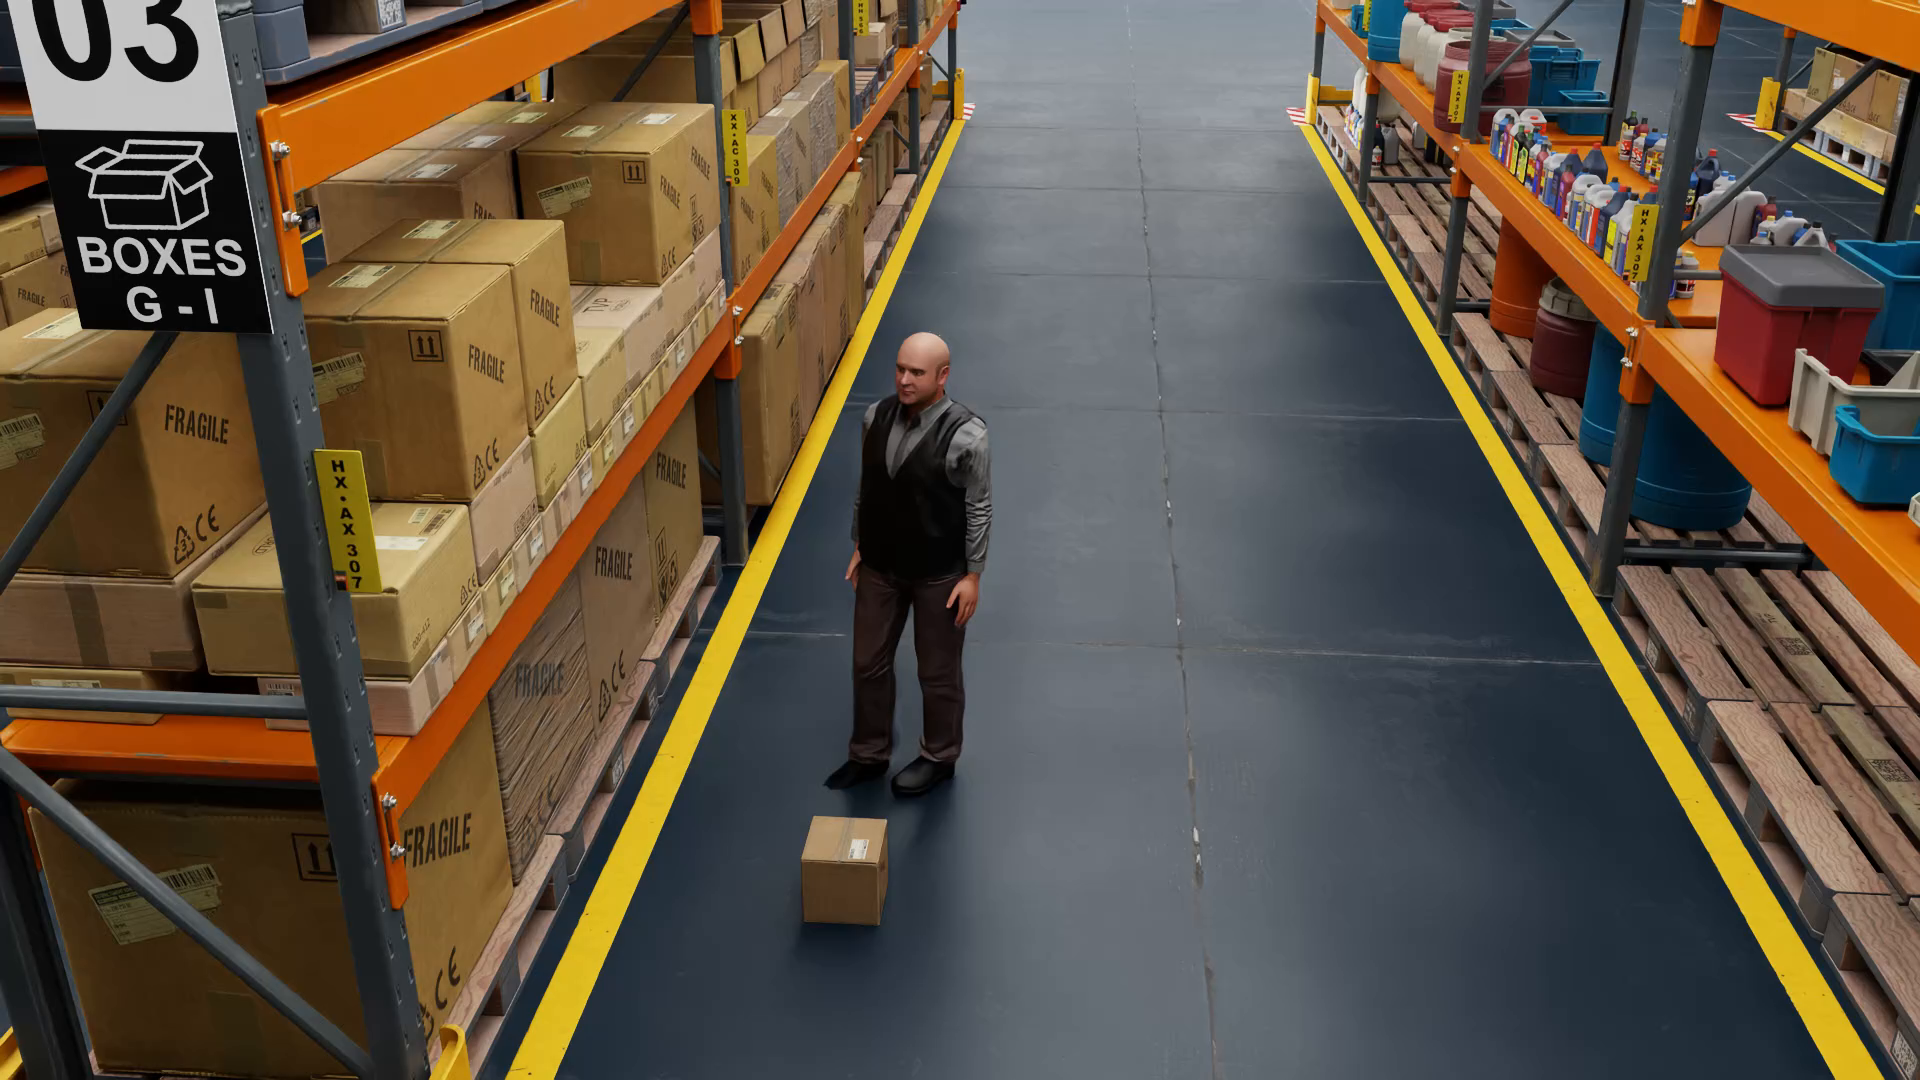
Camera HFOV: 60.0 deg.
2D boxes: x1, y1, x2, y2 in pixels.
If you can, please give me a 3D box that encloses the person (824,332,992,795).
[{"bbox_3d":[-0.185,0.141,5.878,0.575,1.779,0.444,14,28,29],"label":"person"}]
